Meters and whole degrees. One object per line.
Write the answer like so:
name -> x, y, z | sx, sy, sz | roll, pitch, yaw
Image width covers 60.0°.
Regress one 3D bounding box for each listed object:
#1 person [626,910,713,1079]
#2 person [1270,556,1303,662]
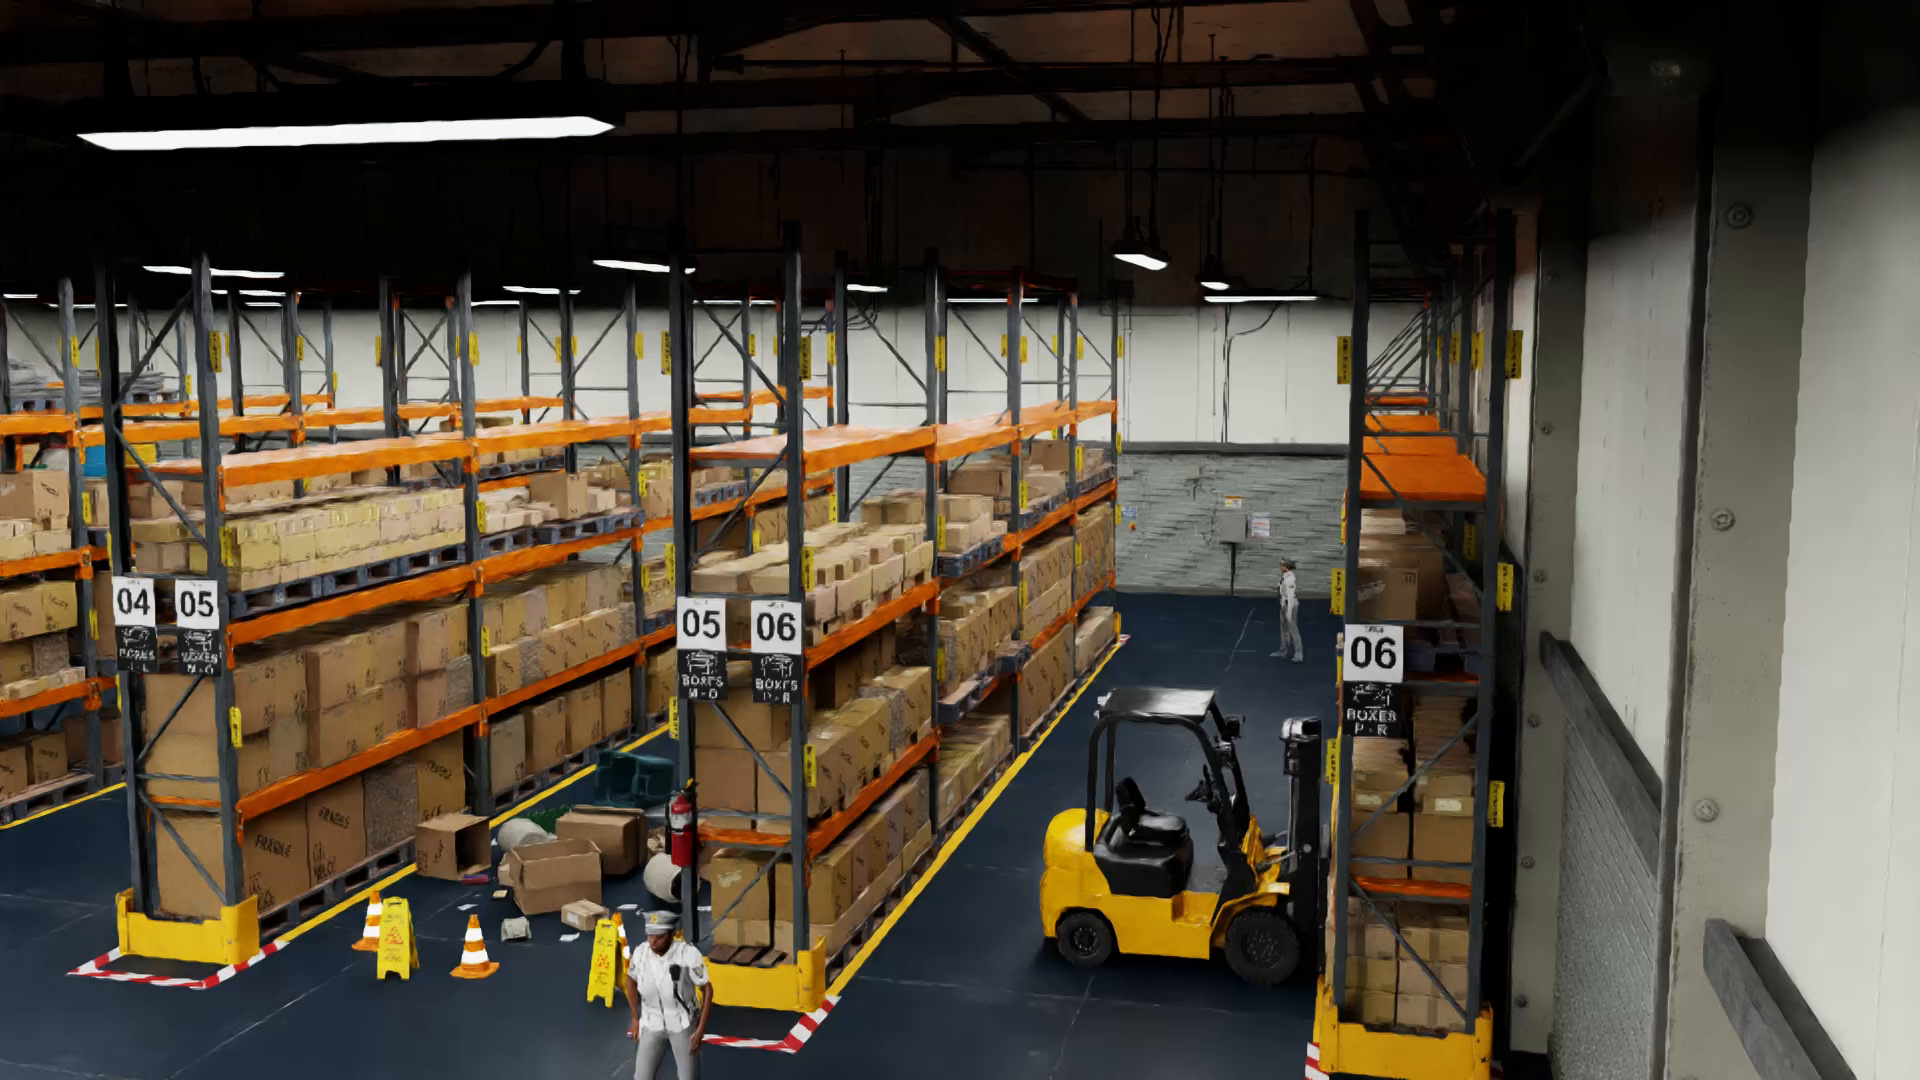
person -> -1.848, 3.084, 10.590 | 0.592, 1.629, 0.532 | 1, 7, 12
person -> 5.260, 1.089, 26.639 | 0.489, 1.669, 0.570 | 0, 7, 4
